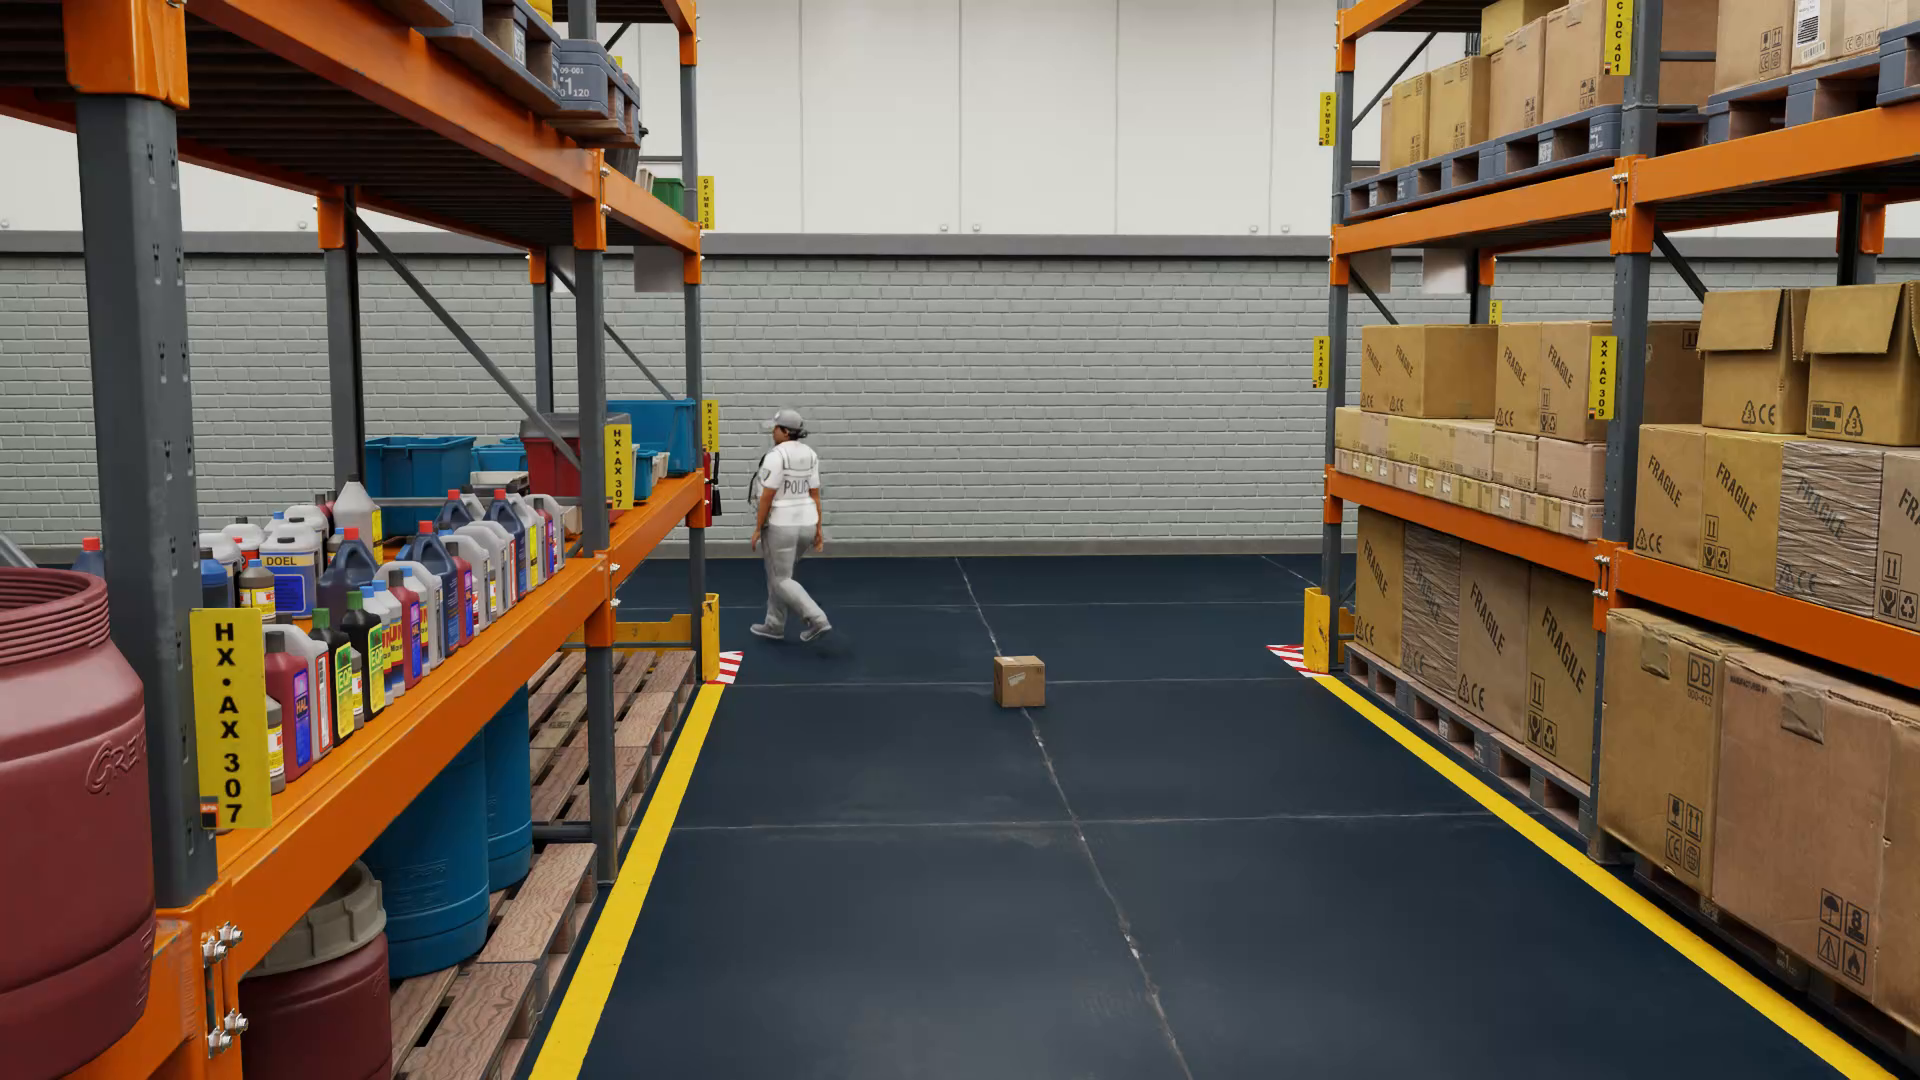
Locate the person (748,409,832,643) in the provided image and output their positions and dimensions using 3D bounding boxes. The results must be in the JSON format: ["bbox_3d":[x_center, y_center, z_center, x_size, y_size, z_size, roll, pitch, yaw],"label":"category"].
[{"bbox_3d":[-1.187,-0.086,11.400,0.913,1.622,0.512,5,9,37],"label":"person"}]
